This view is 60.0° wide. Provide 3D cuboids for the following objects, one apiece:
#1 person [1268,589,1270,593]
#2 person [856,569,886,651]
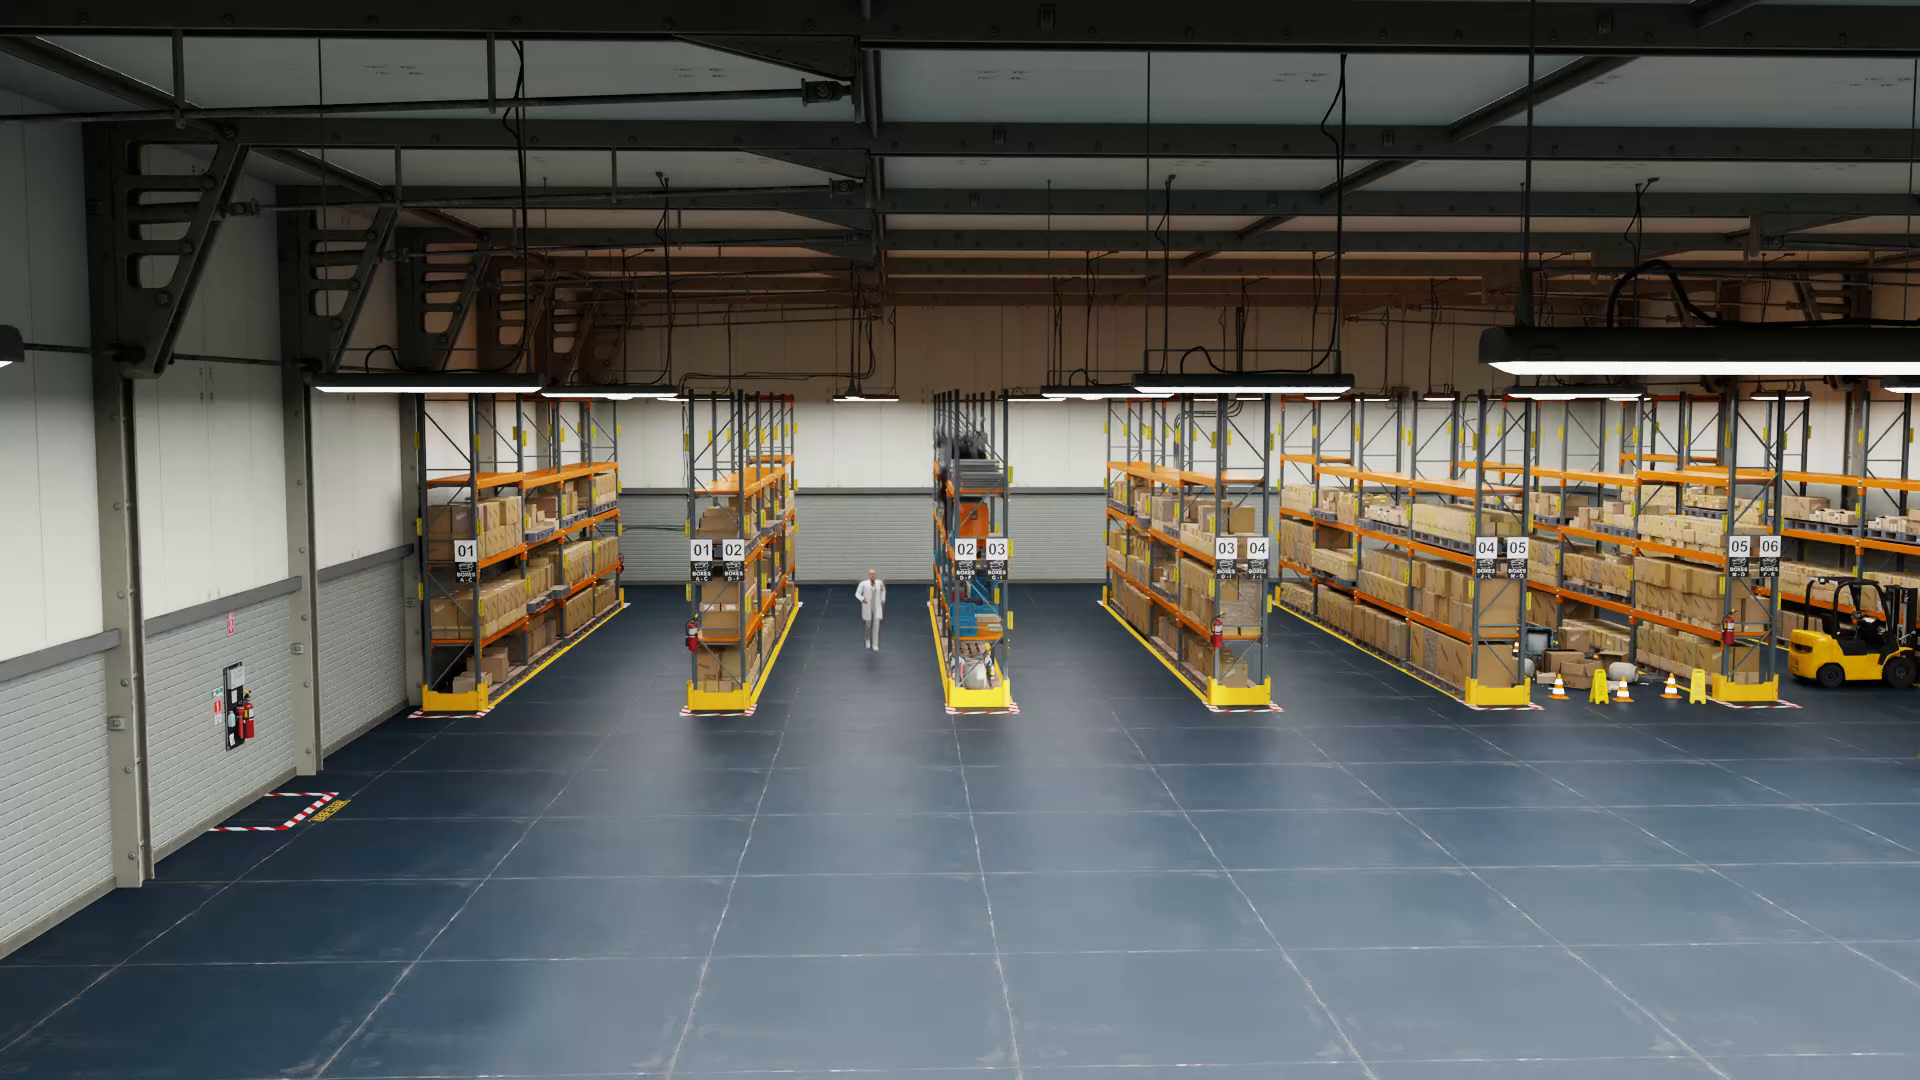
[{"bbox_3d":[8.860,0.962,48.991,0.774,1.657,0.691,-2,5,-18],"label":"person"},{"bbox_3d":[-1.950,1.543,36.860,0.709,1.784,0.936,-1,5,-13],"label":"person"}]
